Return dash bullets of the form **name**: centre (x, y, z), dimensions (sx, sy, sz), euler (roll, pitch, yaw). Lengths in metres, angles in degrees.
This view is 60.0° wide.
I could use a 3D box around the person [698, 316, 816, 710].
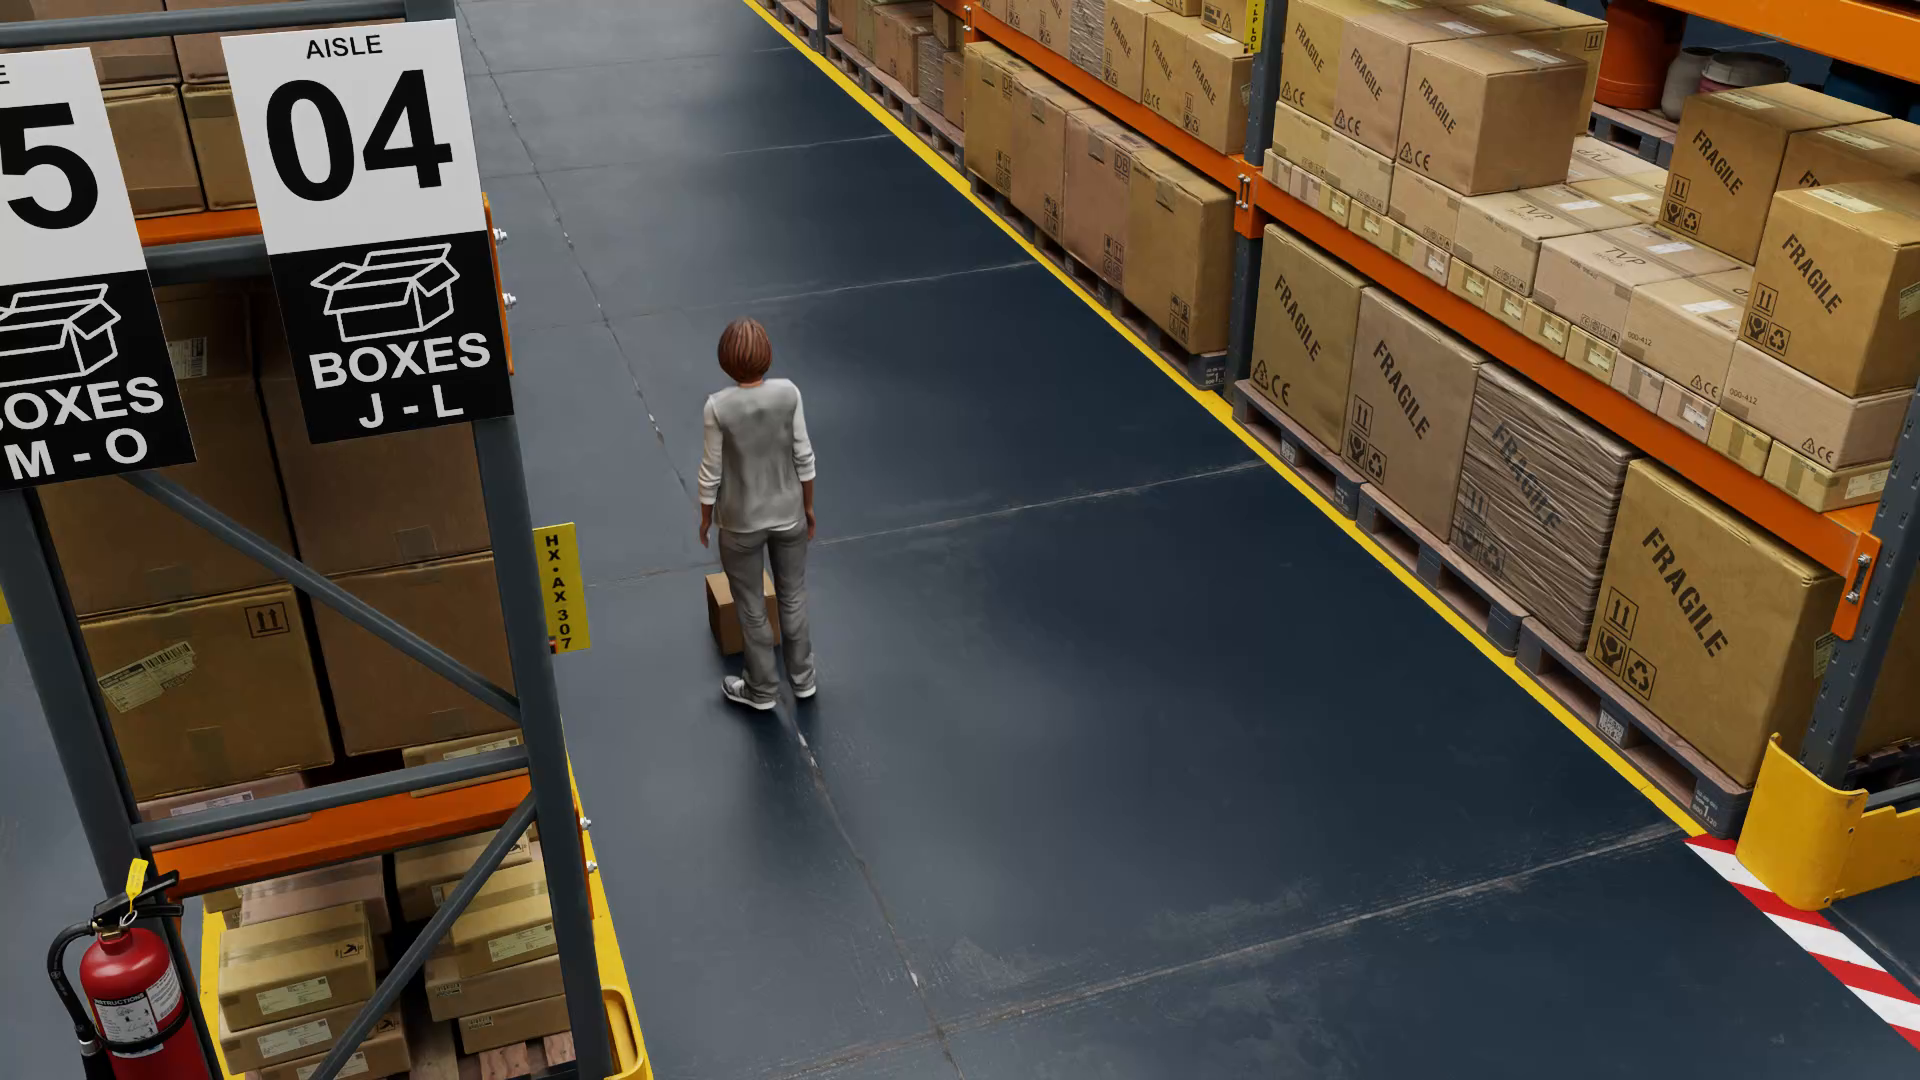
- **person**: centre (-0.753, -0.071, 6.238), dimensions (0.430, 1.590, 0.311), euler (-14, 33, -23)
